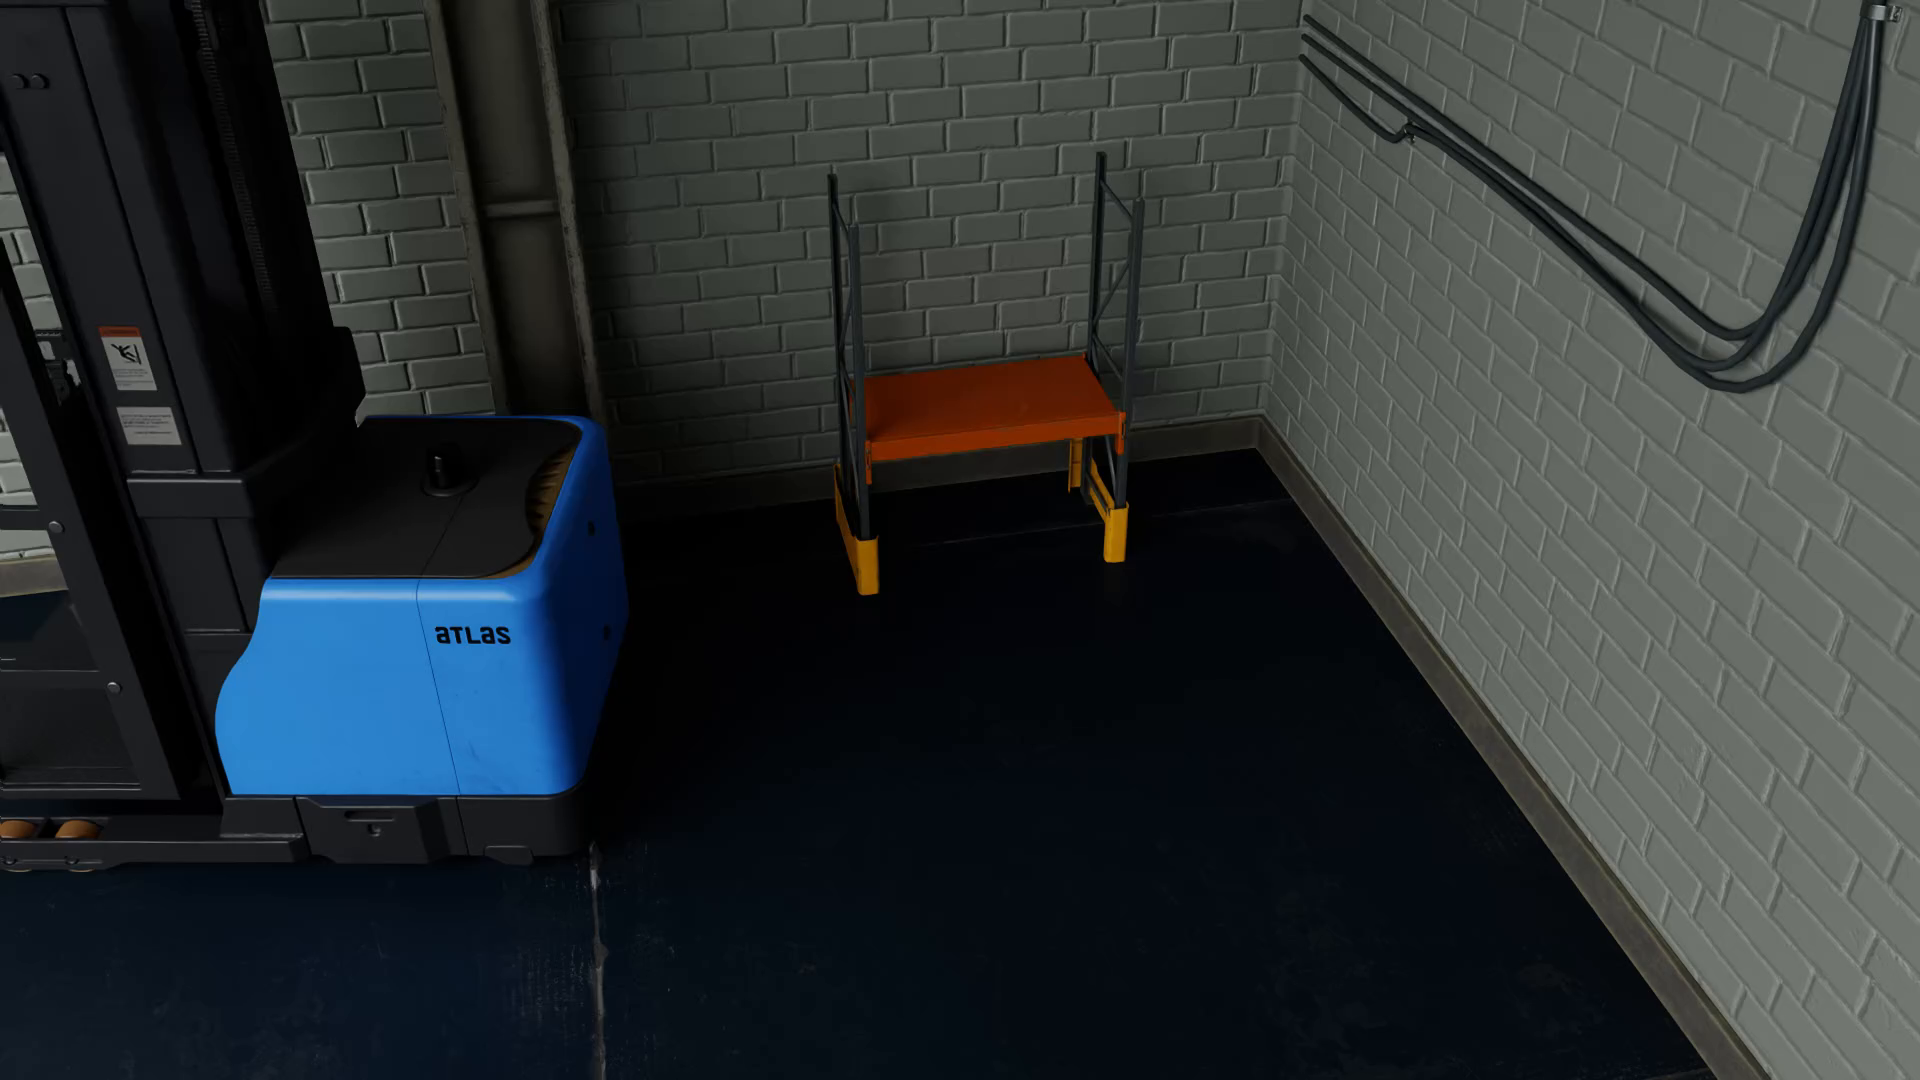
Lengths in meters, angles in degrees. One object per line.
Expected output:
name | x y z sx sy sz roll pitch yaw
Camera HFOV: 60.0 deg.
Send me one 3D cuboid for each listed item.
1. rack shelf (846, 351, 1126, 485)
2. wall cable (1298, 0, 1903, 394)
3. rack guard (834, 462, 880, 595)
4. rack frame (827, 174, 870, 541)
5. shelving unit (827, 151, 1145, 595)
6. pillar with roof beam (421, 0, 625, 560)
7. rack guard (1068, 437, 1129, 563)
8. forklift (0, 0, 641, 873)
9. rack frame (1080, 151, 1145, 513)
rack shelf | 0.083 -0.484 6.448 1.000 0.185 0.538 -7 35 -11
wall cable | 1.601 -2.071 4.547 0.112 2.526 3.097 -7 35 -11
rack guard | -0.411 -0.052 6.603 0.087 0.250 0.587 -7 35 -11
rack frame | -0.413 -0.571 6.255 0.032 1.500 0.500 -7 35 -11
shelving unit | 0.074 -0.632 6.346 1.083 1.500 0.587 -7 35 -11
pillar with roof beam | -0.614 -1.377 0.726 0.400 9.000 9.100 -7 35 -11
rack guard | 0.560 -0.174 6.786 0.087 0.250 0.587 -7 35 -11
forklift | -2.657 -0.472 4.824 3.031 2.935 1.130 0 34 0
rack frame | 0.579 -0.696 6.441 0.032 1.500 0.500 -7 35 -11
